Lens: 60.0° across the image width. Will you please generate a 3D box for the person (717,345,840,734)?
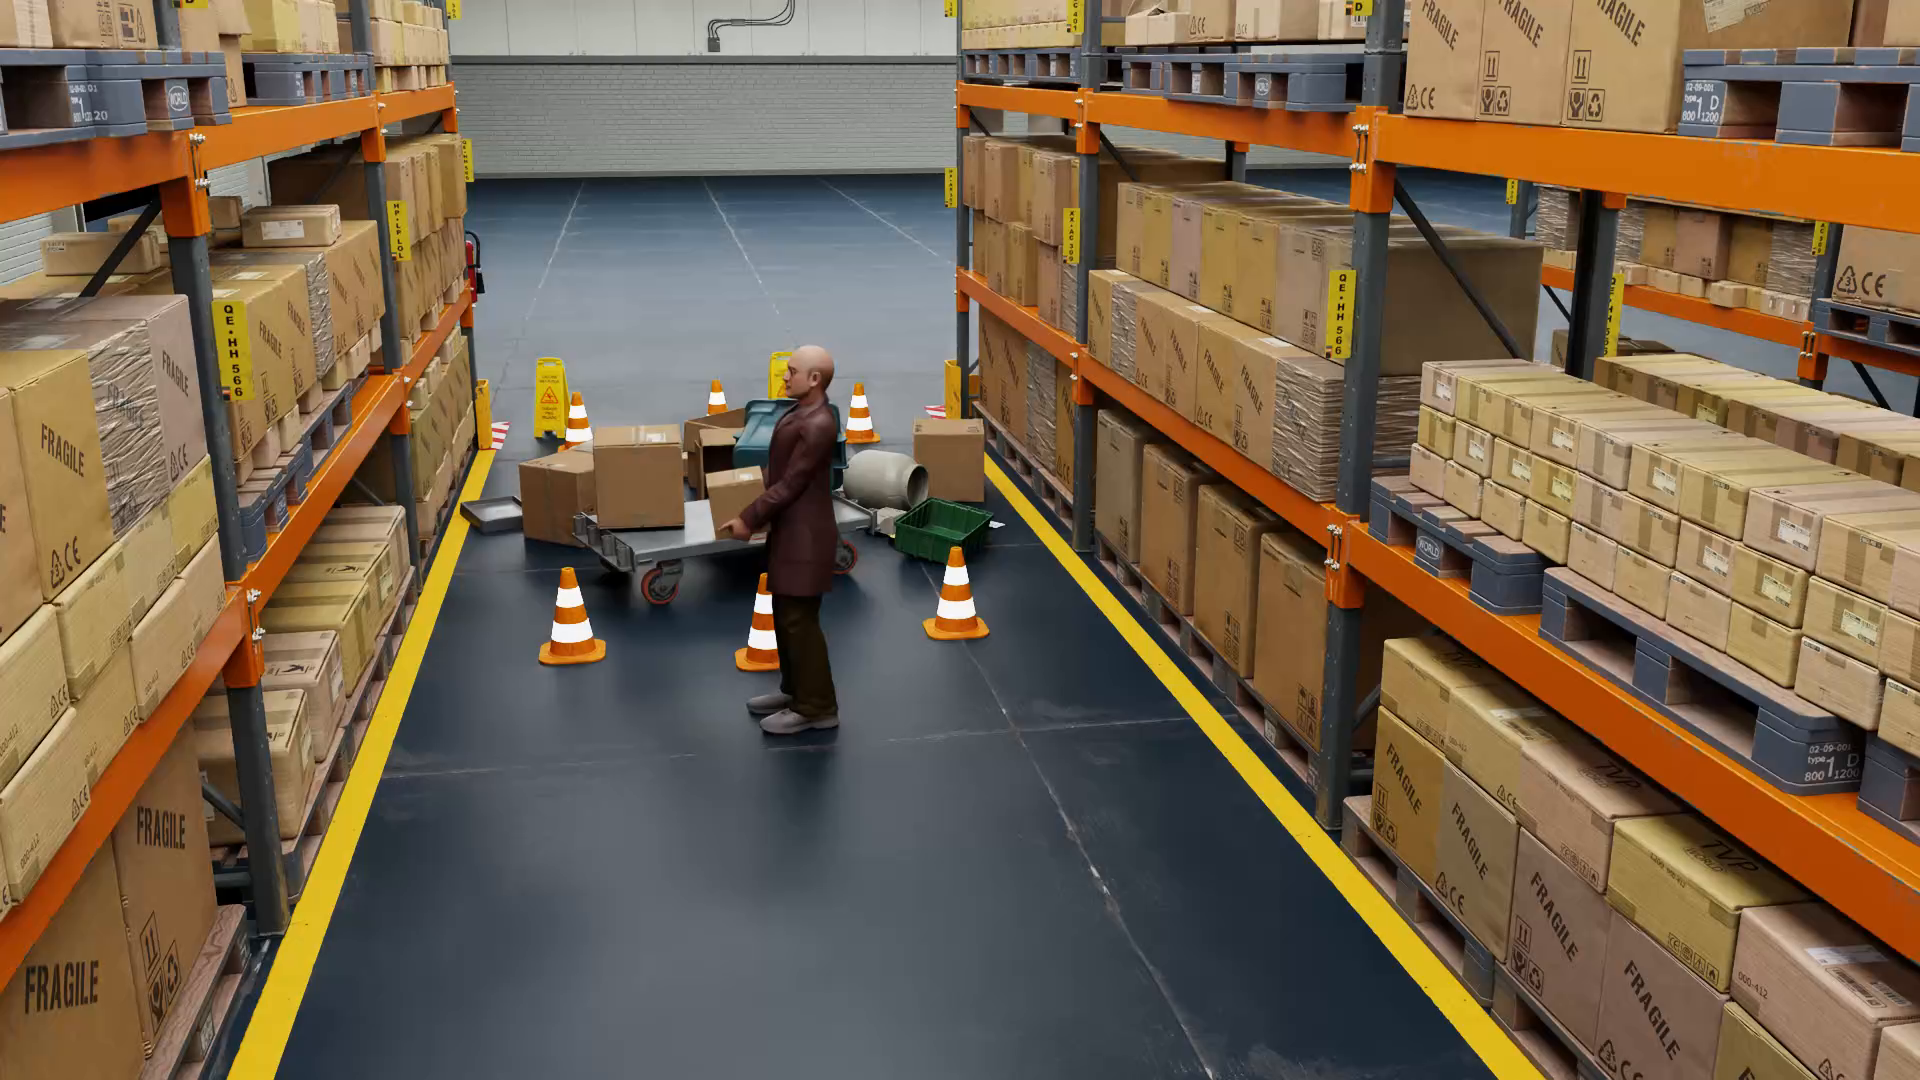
[{"bbox_3d":[-0.825,-0.003,7.582,0.558,1.773,0.528,-3,16,-9],"label":"person"}]
